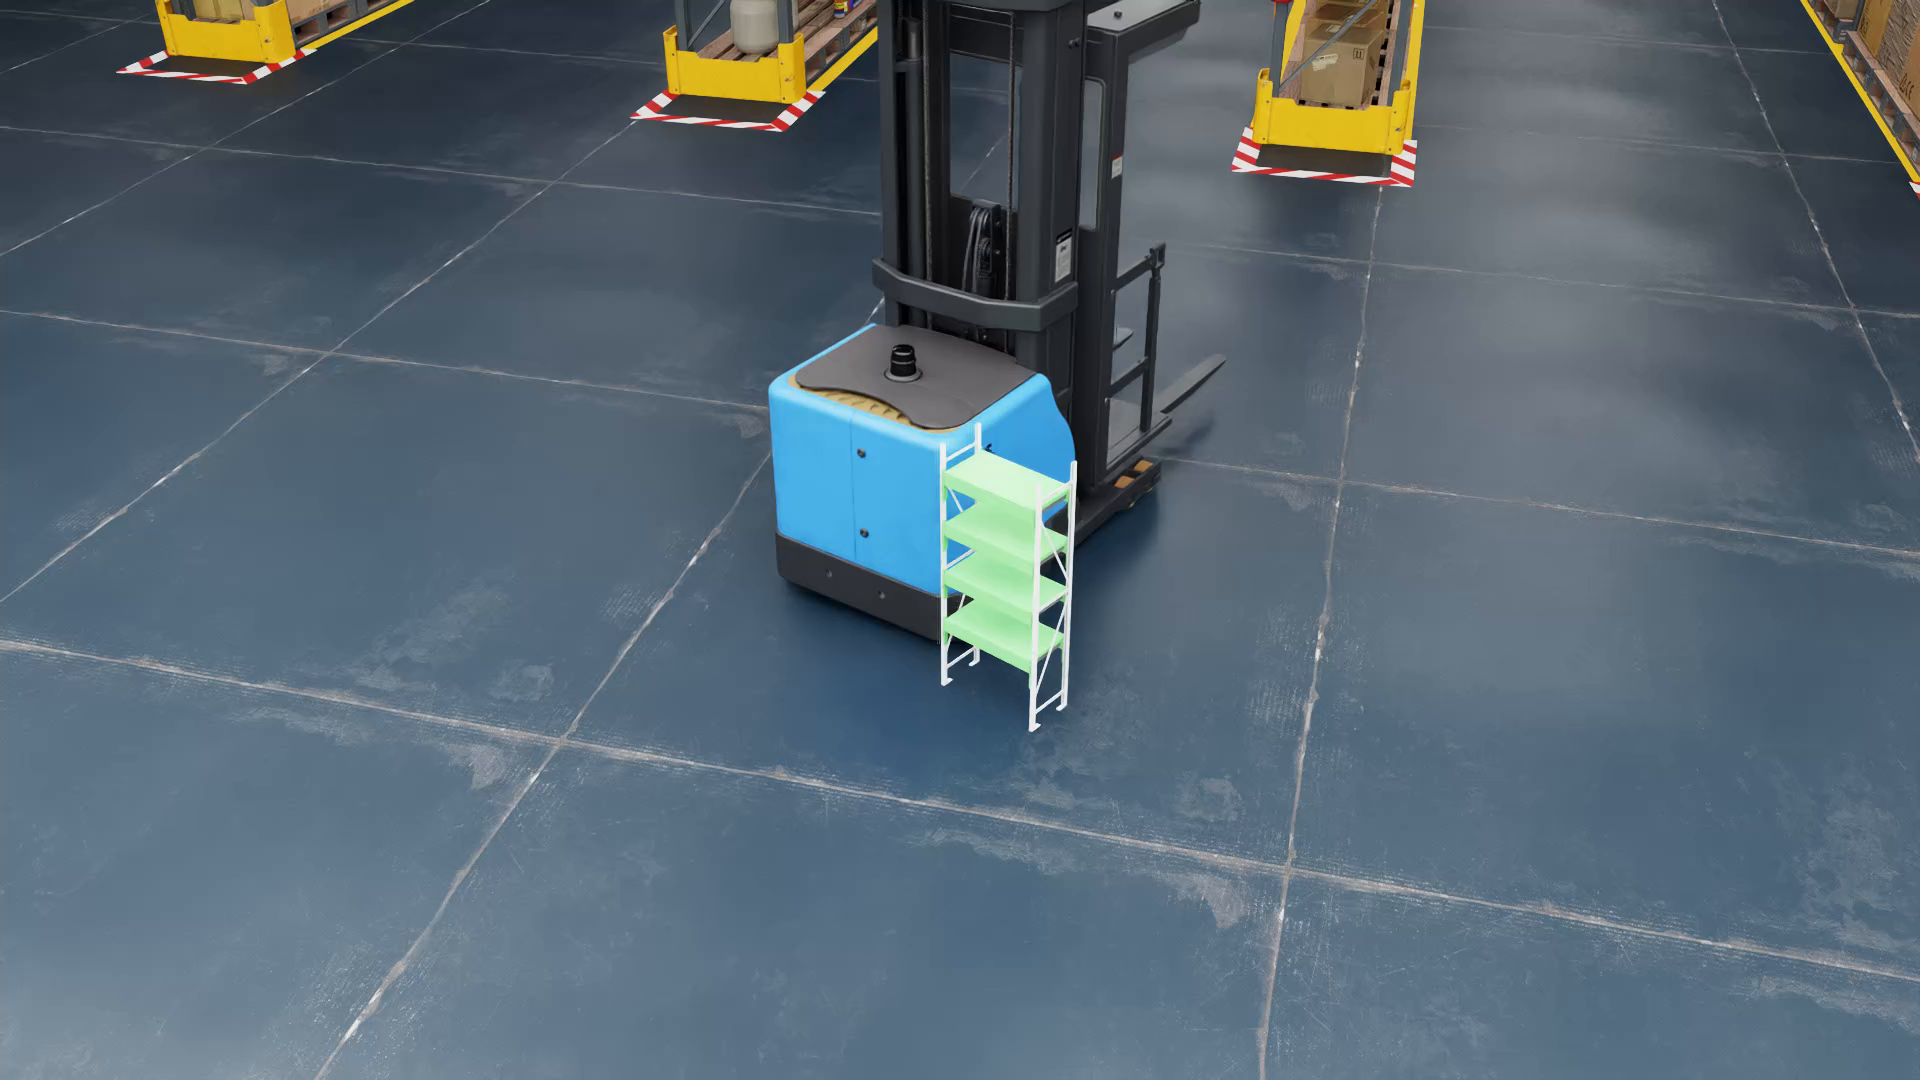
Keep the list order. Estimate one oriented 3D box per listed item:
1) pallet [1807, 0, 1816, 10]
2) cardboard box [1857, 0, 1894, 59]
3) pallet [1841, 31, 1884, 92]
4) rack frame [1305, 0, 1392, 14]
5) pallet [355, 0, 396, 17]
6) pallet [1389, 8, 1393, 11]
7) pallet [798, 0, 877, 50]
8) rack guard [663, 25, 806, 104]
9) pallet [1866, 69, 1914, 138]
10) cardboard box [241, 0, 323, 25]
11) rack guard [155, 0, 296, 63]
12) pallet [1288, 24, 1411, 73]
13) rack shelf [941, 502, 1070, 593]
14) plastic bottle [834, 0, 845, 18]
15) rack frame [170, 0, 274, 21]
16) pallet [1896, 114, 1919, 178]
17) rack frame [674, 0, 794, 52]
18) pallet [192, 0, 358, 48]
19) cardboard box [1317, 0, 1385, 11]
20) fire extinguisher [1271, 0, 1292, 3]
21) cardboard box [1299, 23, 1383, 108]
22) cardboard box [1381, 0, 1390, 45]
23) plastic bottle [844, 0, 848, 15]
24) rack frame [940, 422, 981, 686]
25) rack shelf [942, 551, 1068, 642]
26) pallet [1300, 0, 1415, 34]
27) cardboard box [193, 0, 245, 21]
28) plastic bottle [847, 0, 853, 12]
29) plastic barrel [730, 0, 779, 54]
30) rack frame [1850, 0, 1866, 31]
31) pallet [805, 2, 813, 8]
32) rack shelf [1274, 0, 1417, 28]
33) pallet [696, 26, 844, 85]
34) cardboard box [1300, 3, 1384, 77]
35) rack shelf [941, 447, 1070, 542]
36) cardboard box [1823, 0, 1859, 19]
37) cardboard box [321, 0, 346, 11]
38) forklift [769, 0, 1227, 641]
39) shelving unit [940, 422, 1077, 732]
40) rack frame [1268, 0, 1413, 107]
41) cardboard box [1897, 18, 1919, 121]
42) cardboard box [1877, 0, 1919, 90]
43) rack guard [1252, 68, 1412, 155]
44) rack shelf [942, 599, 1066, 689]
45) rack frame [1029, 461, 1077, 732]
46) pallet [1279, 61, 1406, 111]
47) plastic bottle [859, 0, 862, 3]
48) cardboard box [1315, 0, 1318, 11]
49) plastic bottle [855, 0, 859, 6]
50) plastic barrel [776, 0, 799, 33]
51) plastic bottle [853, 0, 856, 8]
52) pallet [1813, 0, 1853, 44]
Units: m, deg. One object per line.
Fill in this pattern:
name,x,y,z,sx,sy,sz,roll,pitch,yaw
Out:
pallet,9.121,-5.610,16.878,1.003,0.211,1.213,8,33,12
cardboard box,8.463,-4.705,14.444,0.875,0.875,0.875,9,33,13
pallet,8.422,-4.180,14.629,1.003,0.211,1.213,8,33,12
rack frame,3.918,-6.469,15.629,1.000,3.000,0.127,8,33,12
pallet,-6.213,-5.601,16.863,1.003,0.211,1.213,8,33,12
pallet,4.114,-5.696,17.013,1.003,0.211,1.213,8,33,12
pallet,-1.391,-4.988,15.900,1.003,0.211,1.213,8,33,12
rack guard,-1.914,-4.058,14.168,1.175,0.500,0.348,8,33,12
pallet,8.114,-3.545,13.630,1.003,0.211,1.213,8,33,12
cardboard box,-6.327,-5.009,15.504,0.500,0.250,0.500,8,33,12
rack guard,-6.684,-4.676,15.140,1.175,0.500,0.348,8,33,12
pallet,3.474,-4.304,14.823,1.003,0.211,1.213,8,33,12
rack shelf,0.189,0.015,6.780,0.480,0.148,0.258,25,40,33
plastic bottle,-1.126,-5.000,15.452,0.097,0.271,0.097,0,32,0
rack frame,-6.678,-5.744,14.489,1.000,3.000,0.127,8,33,12
pallet,7.802,-2.914,12.637,1.003,0.211,1.213,8,33,12
rack frame,-1.888,-5.067,13.425,1.000,3.000,0.127,8,33,12
pallet,-6.524,-4.969,15.870,1.003,0.211,1.213,8,33,12
cardboard box,3.374,-4.474,14.431,0.500,0.500,0.500,11,34,17
fire extinguisher,2.428,-4.364,12.390,0.296,0.674,0.183,8,33,12
cardboard box,3.078,-3.837,13.428,0.500,0.500,0.500,14,35,21
cardboard box,3.558,-4.758,14.877,0.500,0.500,0.500,5,33,8
plastic bottle,-1.100,-5.024,15.555,0.097,0.201,0.097,0,32,0
rack frame,0.003,0.079,7.008,0.015,1.200,0.240,25,40,33
rack shelf,0.189,0.217,6.909,0.480,0.148,0.258,25,40,33
pallet,3.782,-4.939,15.822,1.003,0.211,1.213,8,33,12
cardboard box,-6.828,-5.079,15.615,0.500,0.250,0.500,8,33,12
plastic bottle,-1.051,-5.120,15.630,0.061,0.283,0.133,9,33,13
plastic barrel,-1.795,-4.547,14.533,0.421,0.512,0.421,0,32,0
rack frame,8.690,-5.741,14.485,1.000,3.000,0.127,8,33,12
pallet,-1.083,-5.623,16.899,1.003,0.211,1.213,8,33,12
rack shelf,3.411,-5.127,14.190,1.077,0.370,4.000,8,33,12
pallet,-1.703,-4.357,14.907,1.003,0.211,1.213,8,33,12
cardboard box,3.196,-4.152,13.924,0.500,0.500,0.500,17,36,25
rack shelf,0.189,-0.188,6.651,0.480,0.148,0.258,25,40,33
cardboard box,8.761,-5.303,15.502,1.050,0.750,0.750,8,33,12
cardboard box,-6.203,-5.268,15.913,0.500,0.250,0.500,8,33,12
forklift,0.386,-1.530,7.924,1.130,2.935,3.031,20,38,29
shelving unit,0.189,0.164,6.874,0.503,1.200,0.258,25,40,33
rack frame,2.903,-4.393,12.364,1.000,3.000,0.127,8,33,12
cardboard box,8.005,-3.764,12.963,0.875,0.875,0.875,8,33,12
cardboard box,8.238,-4.236,13.707,0.875,0.875,0.875,8,33,13
rack guard,2.922,-3.378,13.097,1.175,0.500,0.348,8,33,12
rack shelf,0.189,0.420,7.037,0.480,0.148,0.258,25,40,33
rack frame,0.374,0.248,6.741,0.015,1.200,0.240,25,40,33
pallet,3.163,-3.672,13.830,1.003,0.211,1.213,8,33,12
plastic bottle,-0.989,-5.252,15.913,0.097,0.201,0.097,0,32,0
cardboard box,3.640,-5.091,15.400,0.500,0.500,0.500,19,37,27
plastic bottle,-1.014,-5.230,15.814,0.097,0.271,0.097,0,32,0
plastic barrel,-1.667,-4.807,14.943,0.421,0.512,0.421,0,32,0
plastic bottle,-1.039,-5.178,15.732,0.097,0.271,0.097,0,32,0
pallet,8.813,-4.975,15.879,1.003,0.211,1.213,8,33,12
